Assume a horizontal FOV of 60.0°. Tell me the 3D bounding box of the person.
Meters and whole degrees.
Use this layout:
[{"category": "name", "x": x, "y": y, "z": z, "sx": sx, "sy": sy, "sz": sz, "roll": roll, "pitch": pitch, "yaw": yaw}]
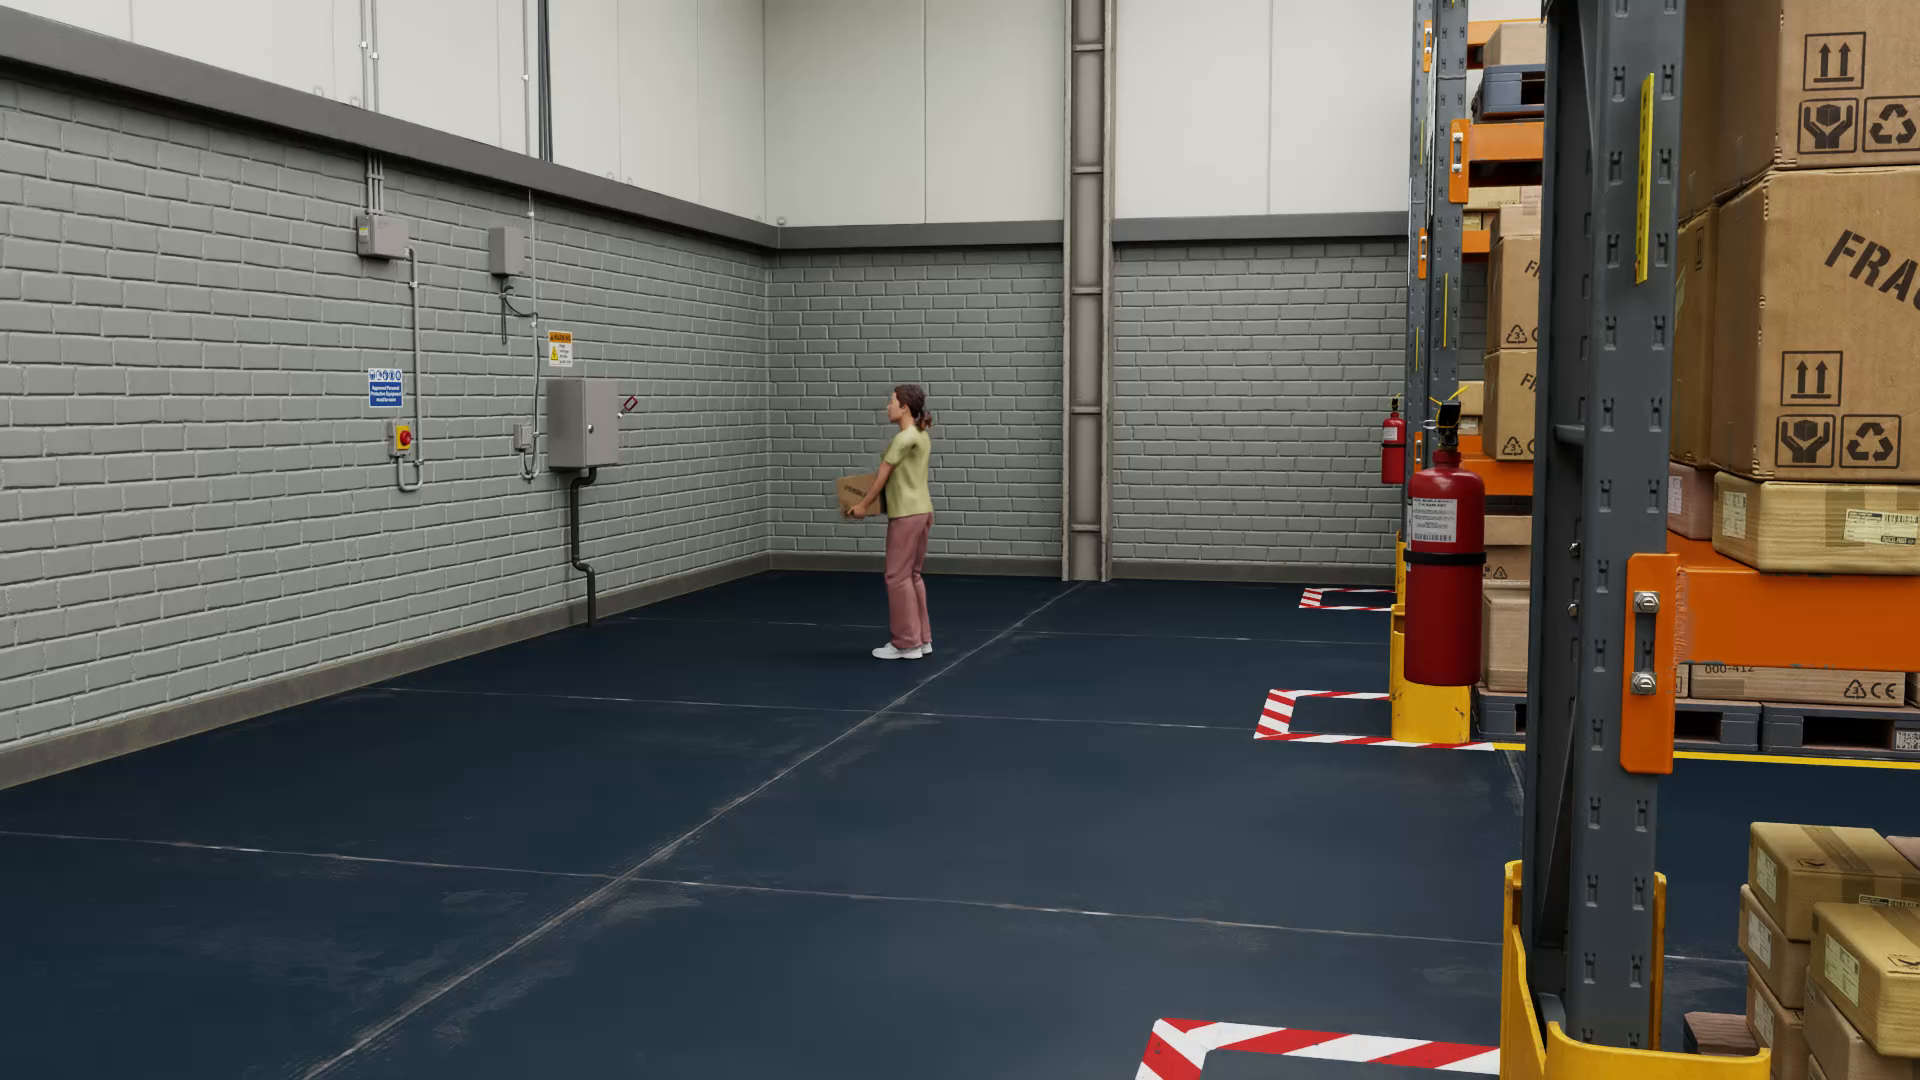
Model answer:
[{"category": "person", "x": -0.408, "y": -0.116, "z": 10.158, "sx": 0.517, "sy": 1.668, "sz": 0.406, "roll": 1, "pitch": 5, "yaw": 13}]
